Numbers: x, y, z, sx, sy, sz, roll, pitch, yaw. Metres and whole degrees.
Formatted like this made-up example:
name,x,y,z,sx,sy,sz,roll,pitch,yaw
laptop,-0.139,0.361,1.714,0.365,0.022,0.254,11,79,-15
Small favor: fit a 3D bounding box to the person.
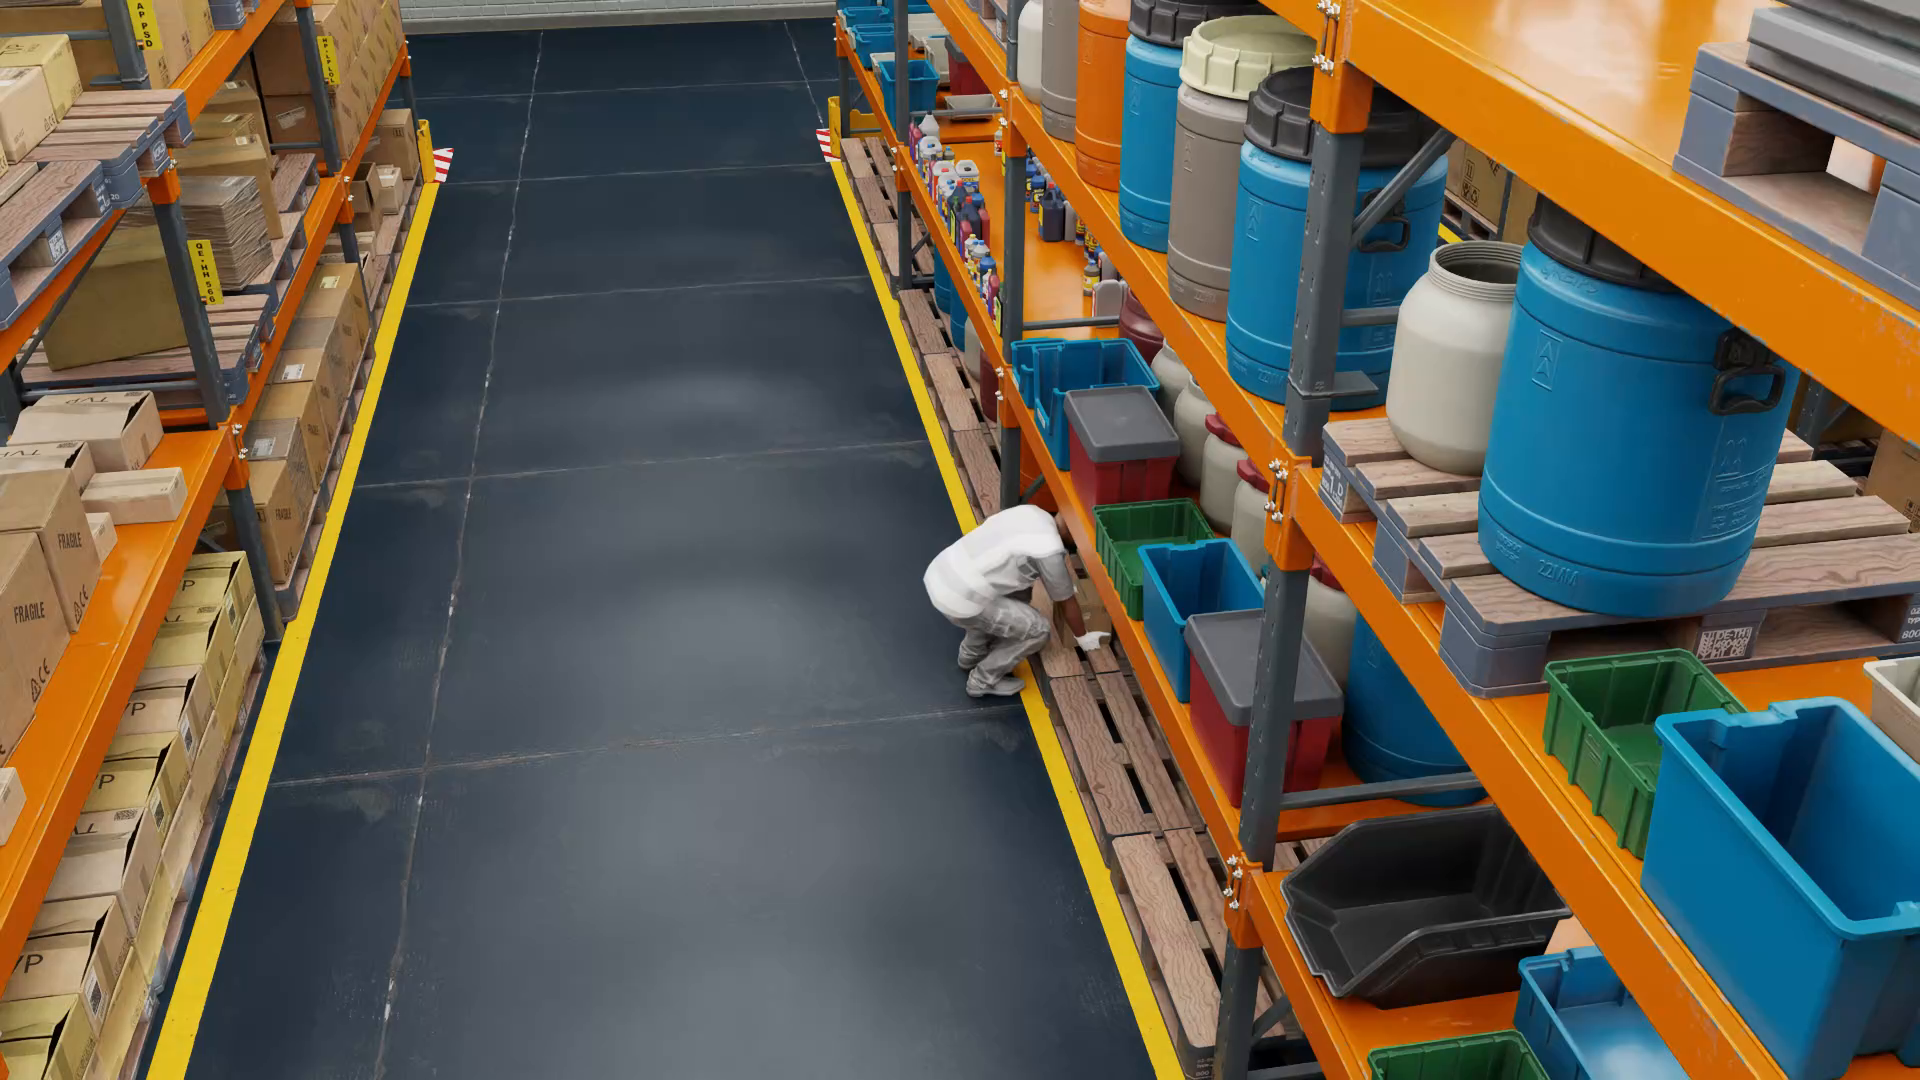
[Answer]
name,x,y,z,sx,sy,sz,roll,pitch,yaw
person,0.290,0.255,8.460,0.943,1.006,0.554,-6,31,-10
